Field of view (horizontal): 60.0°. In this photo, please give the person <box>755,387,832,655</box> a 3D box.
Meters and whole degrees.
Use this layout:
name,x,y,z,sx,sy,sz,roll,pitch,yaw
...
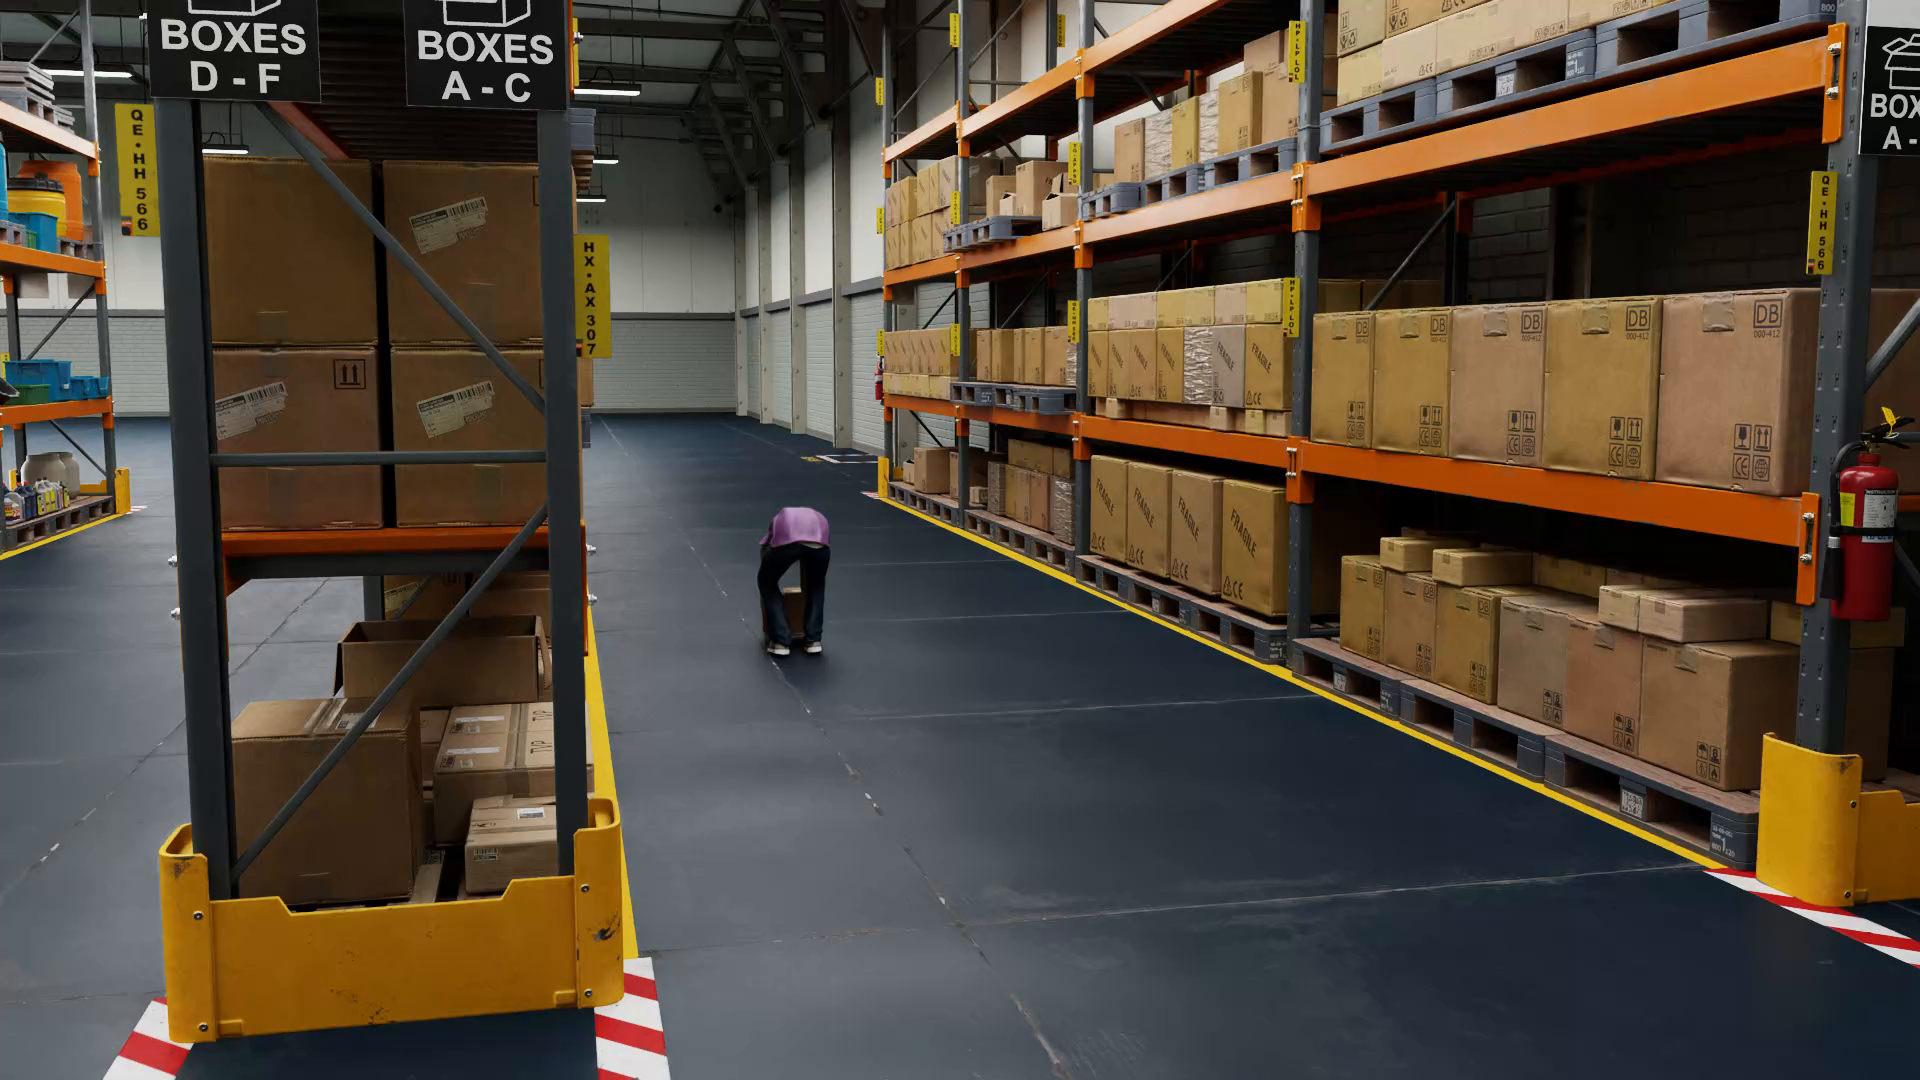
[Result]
name,x,y,z,sx,sy,sz,roll,pitch,yaw
person,-0.981,-0.106,9.839,0.469,1.592,0.348,-2,7,-16
